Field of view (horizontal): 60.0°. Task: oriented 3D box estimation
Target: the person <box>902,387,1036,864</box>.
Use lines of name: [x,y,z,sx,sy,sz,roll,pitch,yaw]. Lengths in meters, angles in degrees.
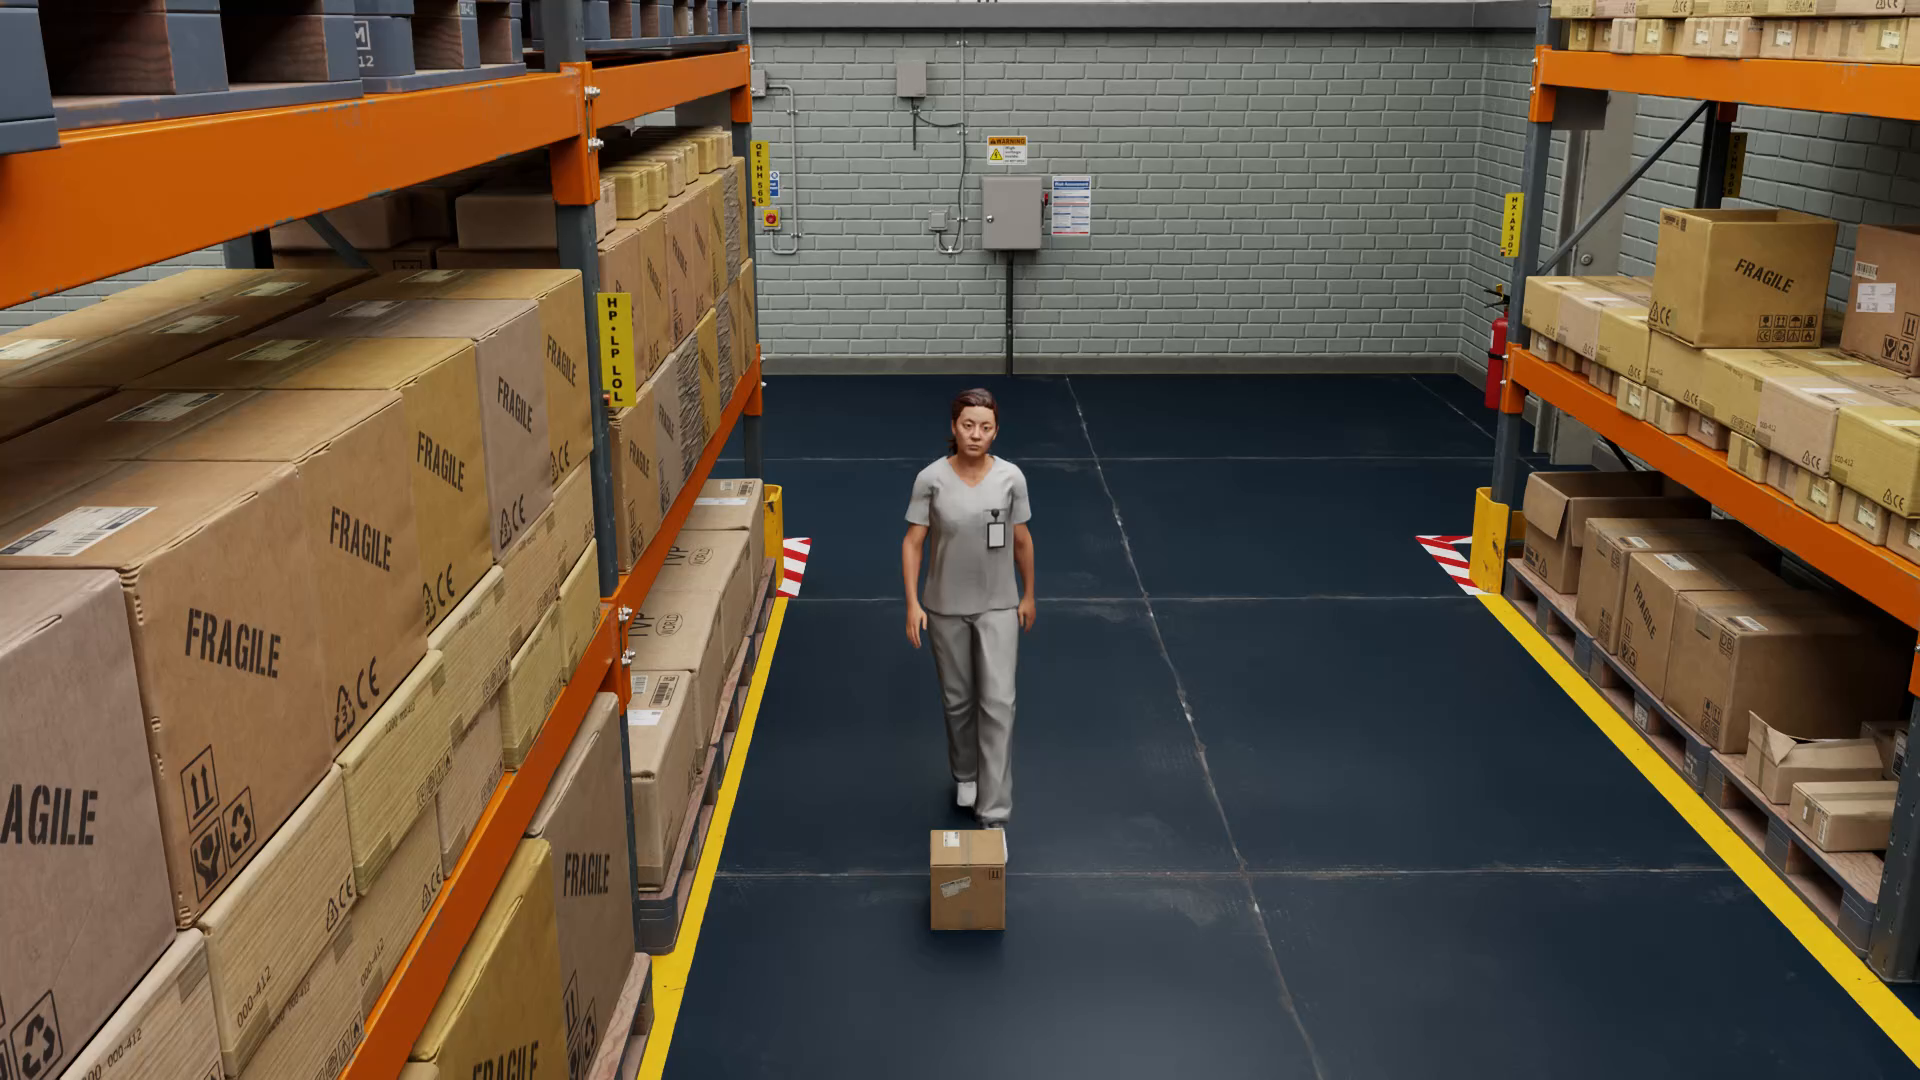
person: [0.028,0.293,6.074,0.493,1.649,0.798,1,17,3]
